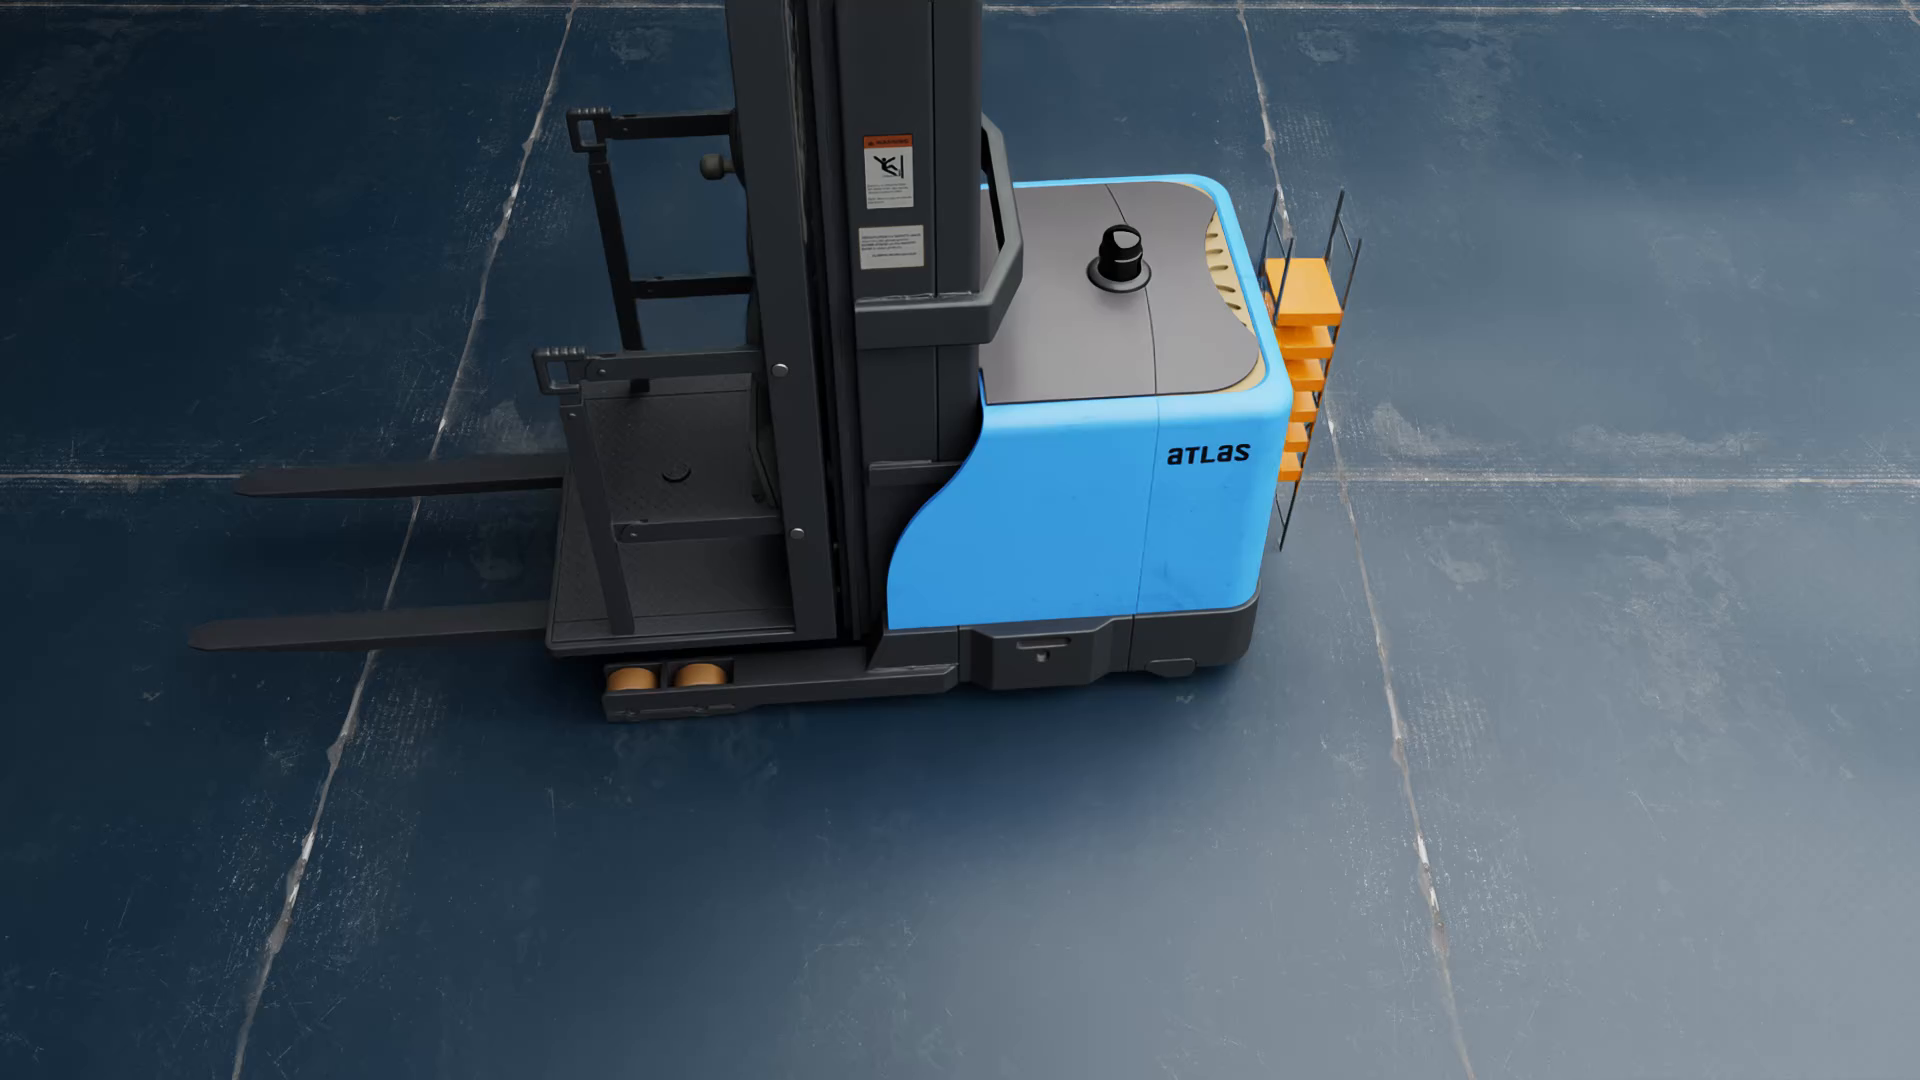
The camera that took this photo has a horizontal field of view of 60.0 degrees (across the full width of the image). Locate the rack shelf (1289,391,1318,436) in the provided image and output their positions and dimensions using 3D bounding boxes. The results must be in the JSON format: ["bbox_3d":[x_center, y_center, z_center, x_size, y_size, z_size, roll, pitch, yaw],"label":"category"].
[{"bbox_3d":[0.929,-0.427,4.884,0.180,0.103,0.258,-1,47,-4],"label":"rack shelf"}]

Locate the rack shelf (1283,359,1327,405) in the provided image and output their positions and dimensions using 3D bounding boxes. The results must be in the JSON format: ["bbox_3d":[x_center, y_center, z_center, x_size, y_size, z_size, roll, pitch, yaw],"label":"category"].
[{"bbox_3d":[0.933,-0.509,4.796,0.180,0.103,0.258,-1,47,-4],"label":"rack shelf"}]

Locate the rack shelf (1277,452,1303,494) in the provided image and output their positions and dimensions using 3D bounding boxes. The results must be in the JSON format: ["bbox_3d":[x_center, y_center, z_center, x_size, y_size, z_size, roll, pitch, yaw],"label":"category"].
[{"bbox_3d":[0.920,-0.263,5.059,0.180,0.103,0.258,-1,47,-4],"label":"rack shelf"}]

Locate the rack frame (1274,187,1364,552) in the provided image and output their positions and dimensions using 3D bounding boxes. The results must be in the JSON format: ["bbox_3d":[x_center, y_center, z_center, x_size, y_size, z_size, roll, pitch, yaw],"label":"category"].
[{"bbox_3d":[1.022,-0.459,4.858,0.006,1.200,0.240,-1,47,-4],"label":"rack frame"}]

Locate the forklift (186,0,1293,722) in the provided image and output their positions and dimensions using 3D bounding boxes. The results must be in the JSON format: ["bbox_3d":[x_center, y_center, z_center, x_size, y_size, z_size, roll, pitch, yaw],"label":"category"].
[{"bbox_3d":[-0.692,-0.884,4.071,3.031,2.935,1.130,-3,47,-3],"label":"forklift"}]

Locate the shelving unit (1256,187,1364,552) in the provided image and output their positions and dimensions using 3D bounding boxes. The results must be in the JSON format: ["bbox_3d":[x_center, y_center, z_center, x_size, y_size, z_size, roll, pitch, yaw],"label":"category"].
[{"bbox_3d":[0.931,-0.457,4.852,0.189,1.200,0.258,-1,47,-4],"label":"shelving unit"}]

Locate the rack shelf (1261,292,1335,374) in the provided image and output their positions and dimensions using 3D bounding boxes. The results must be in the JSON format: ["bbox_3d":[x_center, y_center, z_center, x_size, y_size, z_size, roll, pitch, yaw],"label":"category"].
[{"bbox_3d":[0.938,-0.591,4.709,0.180,0.103,0.258,-1,47,-4],"label":"rack shelf"}]

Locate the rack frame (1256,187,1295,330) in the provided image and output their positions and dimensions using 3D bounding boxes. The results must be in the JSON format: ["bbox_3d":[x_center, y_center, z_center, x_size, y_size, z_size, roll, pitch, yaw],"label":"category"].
[{"bbox_3d":[0.839,-0.455,4.845,0.006,1.200,0.240,-1,47,-4],"label":"rack frame"}]

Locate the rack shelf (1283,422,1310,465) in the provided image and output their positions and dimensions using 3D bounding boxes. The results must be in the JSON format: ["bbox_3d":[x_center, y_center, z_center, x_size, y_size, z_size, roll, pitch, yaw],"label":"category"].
[{"bbox_3d":[0.925,-0.345,4.972,0.180,0.103,0.258,-1,47,-4],"label":"rack shelf"}]

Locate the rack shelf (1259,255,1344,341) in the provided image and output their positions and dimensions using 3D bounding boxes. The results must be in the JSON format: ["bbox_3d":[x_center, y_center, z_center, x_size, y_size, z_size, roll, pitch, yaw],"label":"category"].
[{"bbox_3d":[0.942,-0.673,4.621,0.180,0.103,0.258,-1,47,-4],"label":"rack shelf"}]
